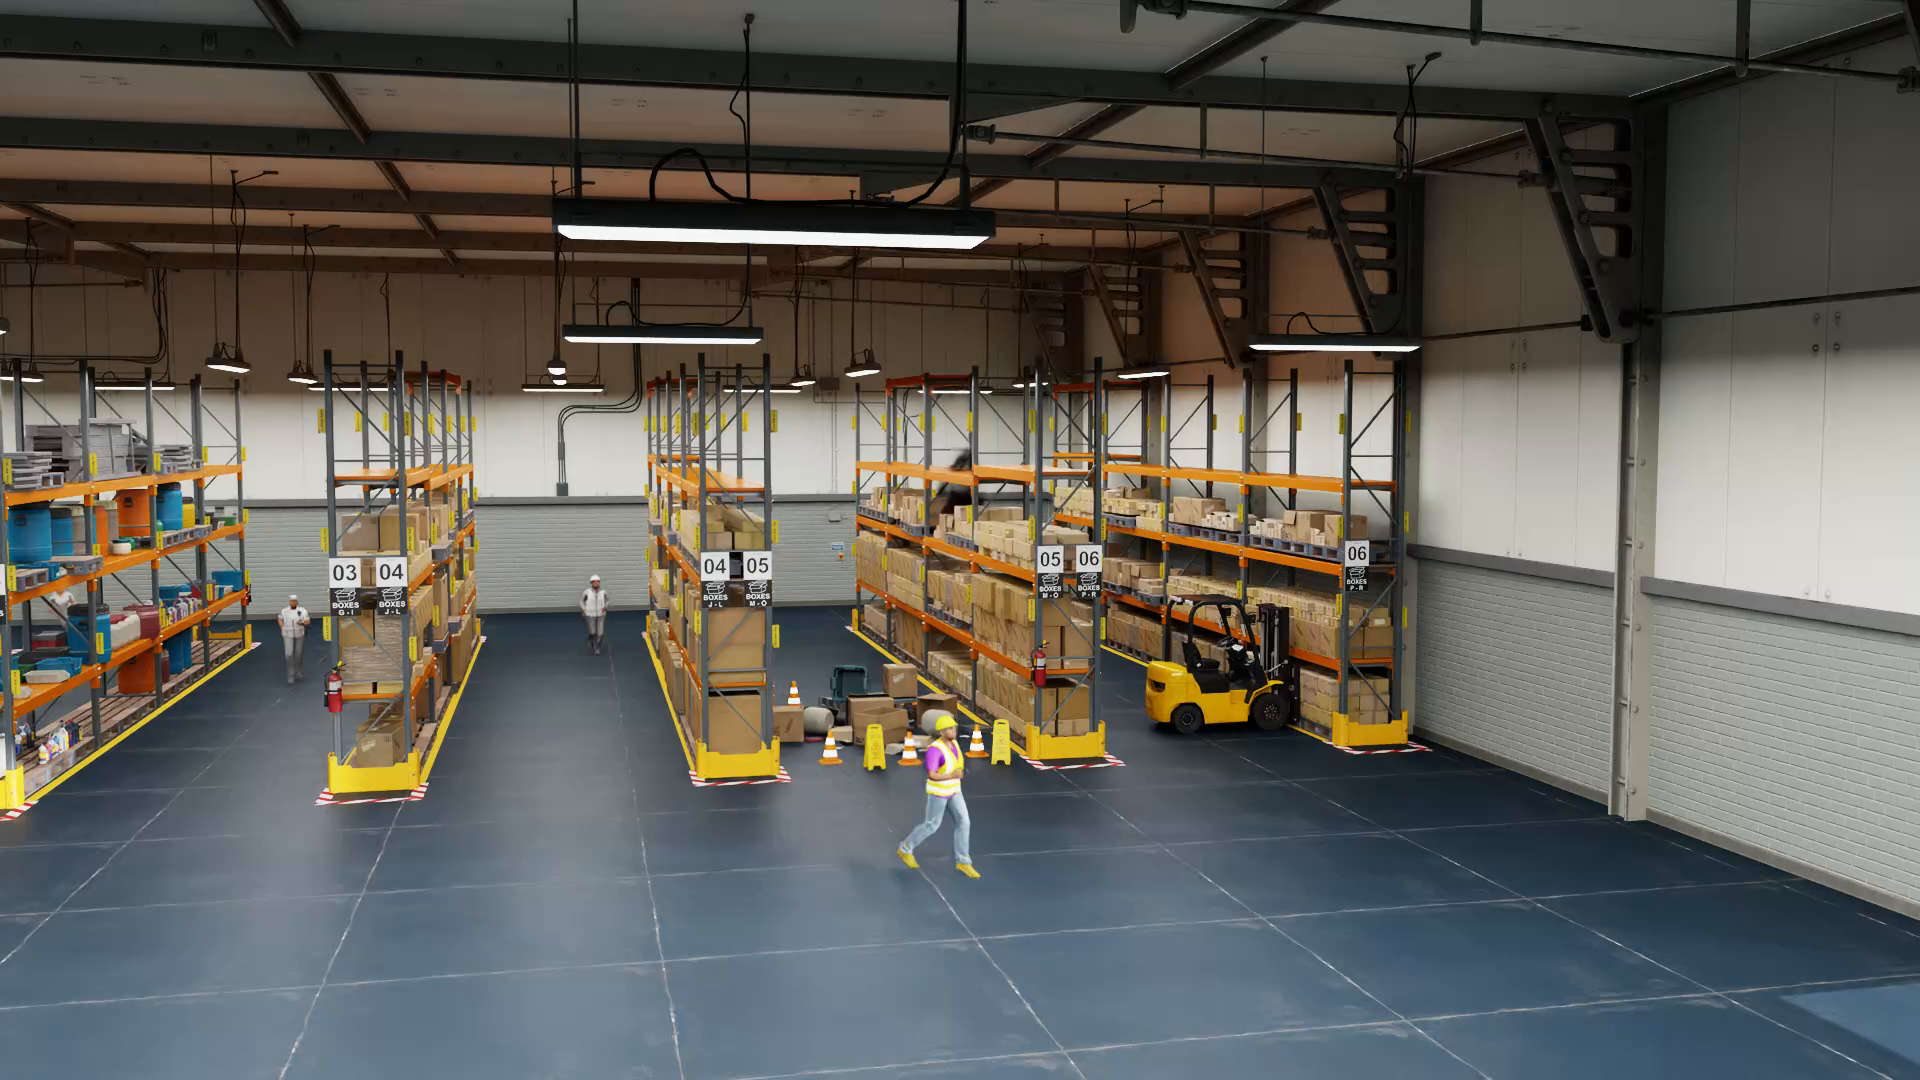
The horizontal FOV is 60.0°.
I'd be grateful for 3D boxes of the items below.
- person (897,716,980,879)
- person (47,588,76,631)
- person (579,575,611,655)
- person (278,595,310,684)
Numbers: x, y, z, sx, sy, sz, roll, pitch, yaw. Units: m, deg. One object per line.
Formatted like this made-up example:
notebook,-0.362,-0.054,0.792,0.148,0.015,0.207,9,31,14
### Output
person,-0.218,2.832,18.482,0.948,1.801,0.712,3,5,33
person,-19.582,1.695,36.324,0.626,1.578,0.735,-4,5,-43
person,-7.911,1.633,36.113,0.662,1.728,0.576,-1,4,-20
person,-12.974,1.919,32.421,0.589,1.717,0.720,-2,4,-21
